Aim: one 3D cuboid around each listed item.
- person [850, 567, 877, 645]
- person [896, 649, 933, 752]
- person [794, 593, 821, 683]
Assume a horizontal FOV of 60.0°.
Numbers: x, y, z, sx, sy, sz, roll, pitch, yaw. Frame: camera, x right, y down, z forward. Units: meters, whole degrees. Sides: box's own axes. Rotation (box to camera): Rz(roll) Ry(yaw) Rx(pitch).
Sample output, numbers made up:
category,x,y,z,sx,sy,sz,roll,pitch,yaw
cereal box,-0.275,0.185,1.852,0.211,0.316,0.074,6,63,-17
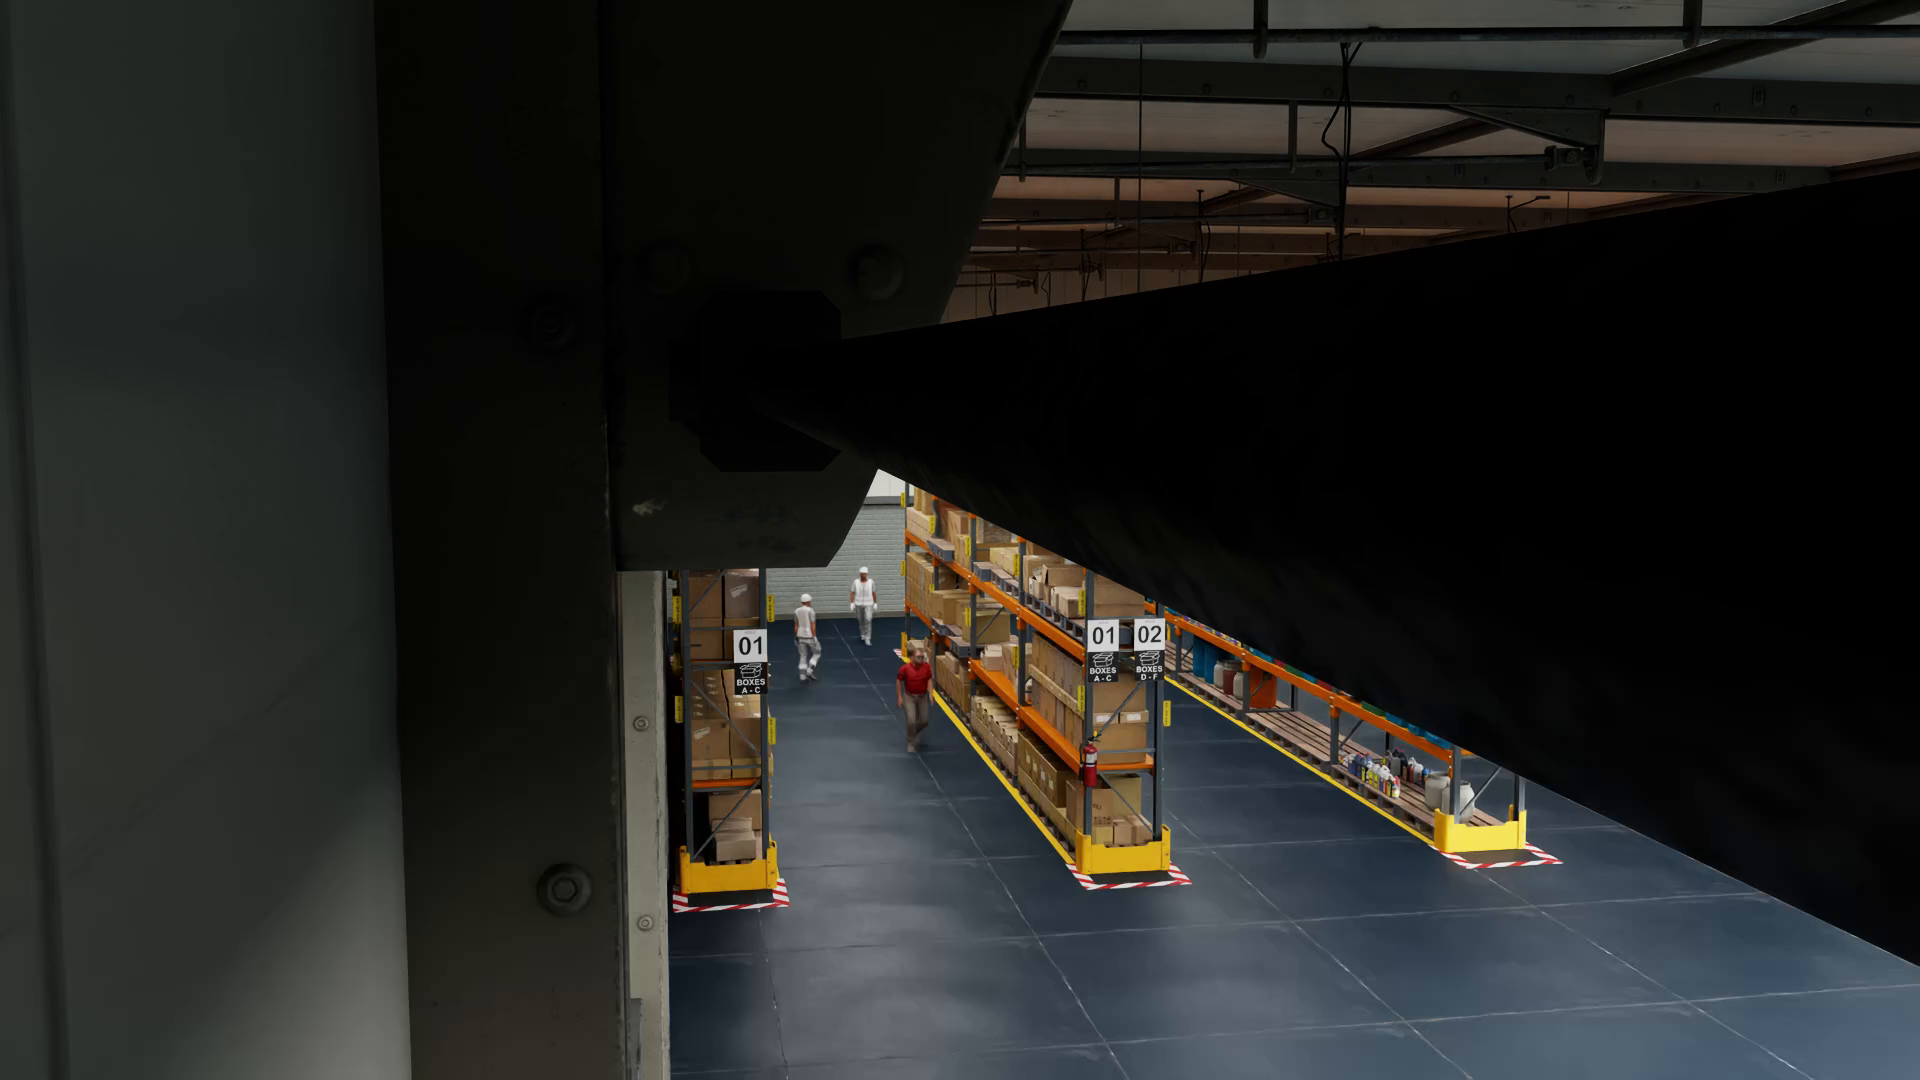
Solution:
category,x,y,z,sx,sy,sz,roll,pitch,yaw
person,-2.230,1.489,38.108,0.586,1.722,0.985,1,6,6
person,-0.782,2.630,27.641,0.599,1.711,0.629,-2,6,-22
person,-3.091,1.968,33.458,0.585,1.782,0.451,3,7,28
